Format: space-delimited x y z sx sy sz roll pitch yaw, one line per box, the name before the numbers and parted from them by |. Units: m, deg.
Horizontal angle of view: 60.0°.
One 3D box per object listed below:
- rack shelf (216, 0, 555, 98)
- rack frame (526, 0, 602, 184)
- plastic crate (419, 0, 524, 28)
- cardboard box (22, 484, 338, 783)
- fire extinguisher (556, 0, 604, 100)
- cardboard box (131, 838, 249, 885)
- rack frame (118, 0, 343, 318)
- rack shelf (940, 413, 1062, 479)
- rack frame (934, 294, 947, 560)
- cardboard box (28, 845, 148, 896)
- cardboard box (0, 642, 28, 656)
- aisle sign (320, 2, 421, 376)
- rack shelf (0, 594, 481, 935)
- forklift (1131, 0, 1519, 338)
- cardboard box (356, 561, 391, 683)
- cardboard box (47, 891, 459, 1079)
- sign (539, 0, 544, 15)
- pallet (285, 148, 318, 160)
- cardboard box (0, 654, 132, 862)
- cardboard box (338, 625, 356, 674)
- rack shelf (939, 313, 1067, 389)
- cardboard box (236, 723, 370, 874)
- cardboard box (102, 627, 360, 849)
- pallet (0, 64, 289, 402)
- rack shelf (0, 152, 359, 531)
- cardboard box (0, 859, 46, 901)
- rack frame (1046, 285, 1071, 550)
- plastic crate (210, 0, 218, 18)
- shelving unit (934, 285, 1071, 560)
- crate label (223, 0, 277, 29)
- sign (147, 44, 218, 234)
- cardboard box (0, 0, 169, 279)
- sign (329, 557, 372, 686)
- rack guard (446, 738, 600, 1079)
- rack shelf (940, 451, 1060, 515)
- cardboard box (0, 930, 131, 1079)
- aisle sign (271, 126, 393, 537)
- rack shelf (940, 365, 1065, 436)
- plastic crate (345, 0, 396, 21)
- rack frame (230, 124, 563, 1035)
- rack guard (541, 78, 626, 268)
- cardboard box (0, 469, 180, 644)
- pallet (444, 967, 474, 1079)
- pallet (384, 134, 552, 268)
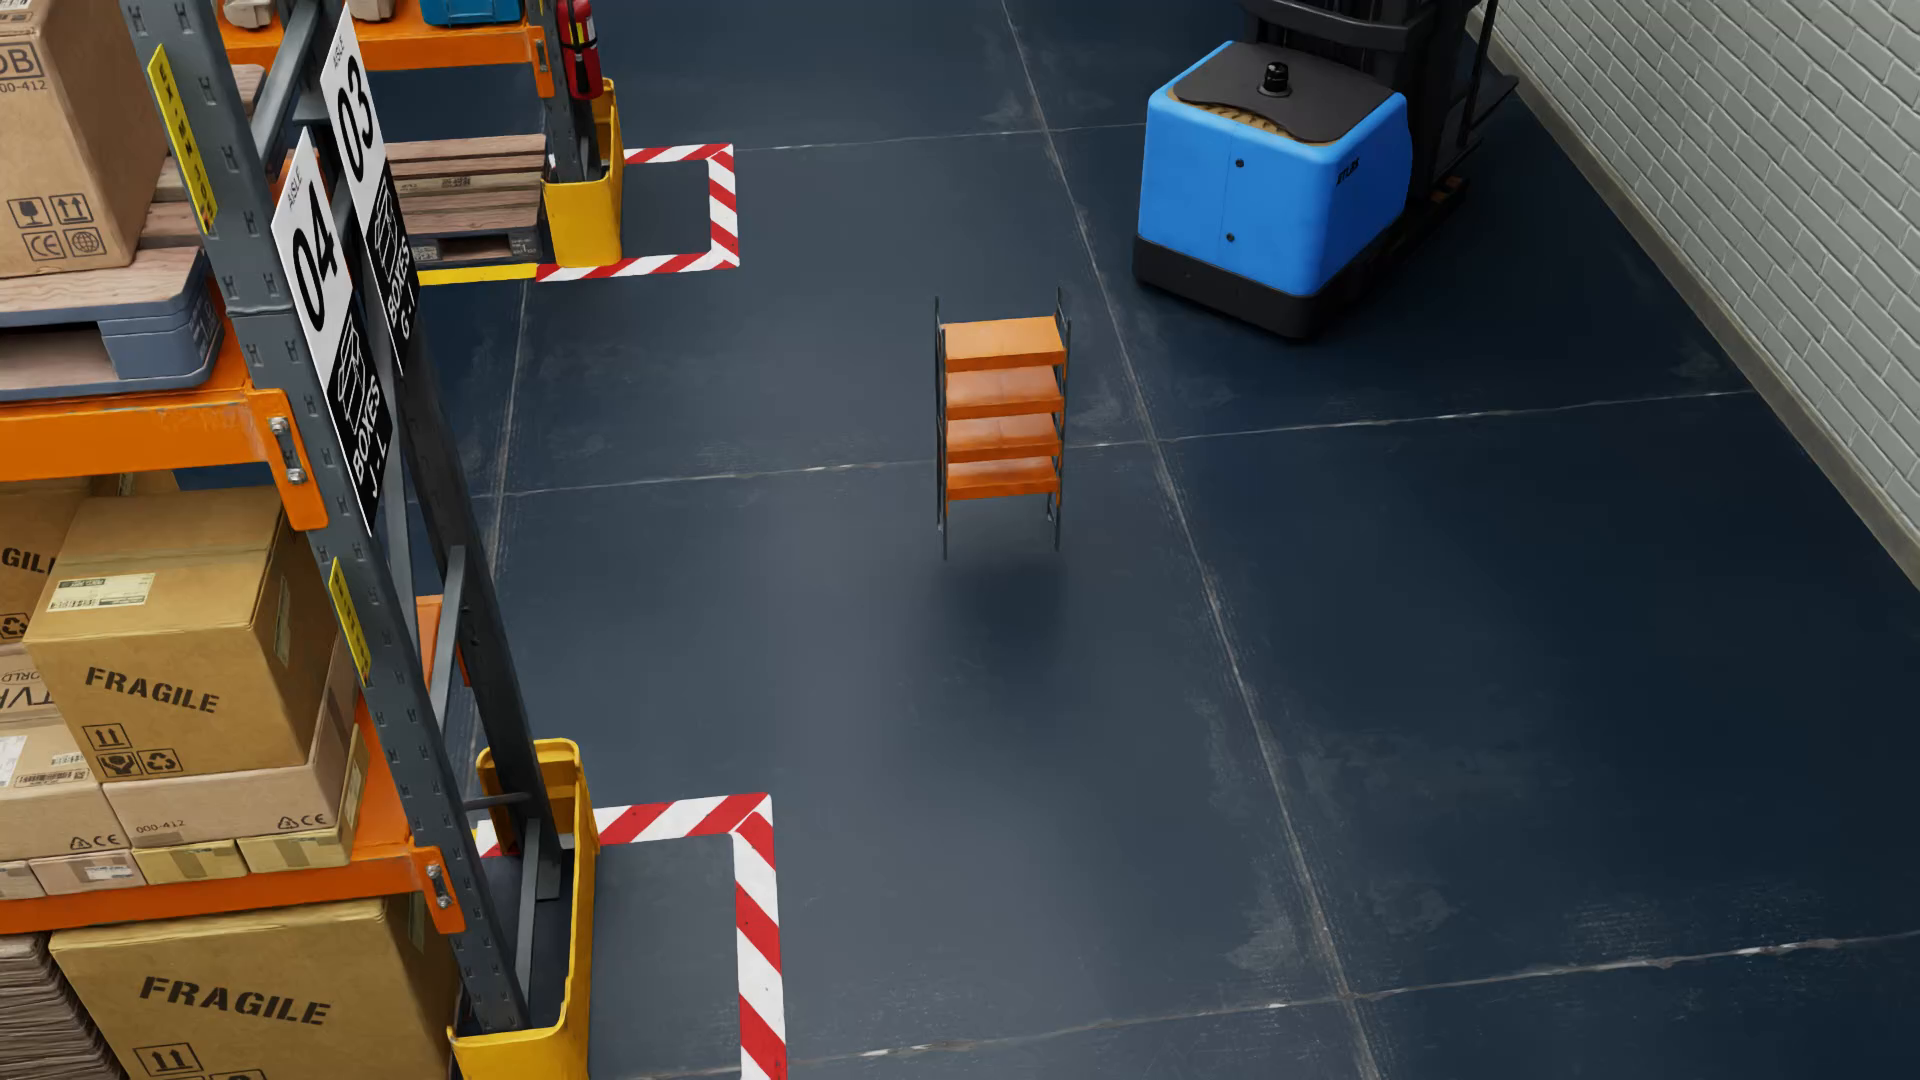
rack shelf | -4.060 -2.506 8.326 4.000 0.370 1.077 -5 42 -6
rack frame | -2.077 -2.947 8.278 0.127 3.000 1.000 -5 42 -6
plastic crate | -2.385 -2.829 8.076 0.499 0.435 0.616 -5 42 -6
cardboard box | -1.884 0.226 4.090 0.500 0.500 0.500 -5 42 -5
fire extinguisher | -1.868 -2.491 8.109 0.183 0.674 0.296 -5 42 -6
cardboard box | -2.003 0.709 4.412 0.250 0.149 0.380 -5 42 -5
rack frame | -1.435 -1.885 2.622 0.127 3.000 1.000 -5 42 -6
rack shelf | 0.164 -0.410 6.909 0.480 0.148 0.258 -5 42 -6
rack frame | -0.078 -0.439 6.841 0.015 1.200 0.240 -5 42 -6
cardboard box | -2.253 0.730 4.389 0.250 0.149 0.380 -5 42 -5
cardboard box | -2.460 0.199 4.679 0.500 0.250 0.500 -5 42 -6
aisle sign | -1.402 -0.829 3.988 0.004 0.787 0.394 -5 42 -6
rack shelf | -3.418 0.783 4.679 4.000 0.370 1.077 -5 42 -6
forklift | 2.186 -3.030 8.421 1.130 2.935 3.031 27 48 27
cardboard box | -1.829 0.247 4.924 0.250 0.149 0.380 -5 42 -5
cardboard box | -2.059 1.084 5.081 0.875 0.875 0.875 -5 42 -6
sign | -1.989 -2.644 7.820 0.005 0.325 0.100 -5 42 -6
pallet | -4.107 -1.762 9.046 1.213 0.211 1.003 -5 42 -6
cardboard box | -2.384 0.549 4.291 0.500 0.250 0.500 -6 42 -6
cardboard box | -1.946 0.150 4.734 0.500 0.250 0.500 -6 42 -7
rack shelf | 0.164 -0.752 6.601 0.480 0.148 0.258 -5 42 -6
cardboard box | -1.745 0.685 4.438 0.250 0.149 0.380 -4 42 -5
cardboard box | -1.881 0.506 4.340 0.500 0.250 0.500 -6 42 -6
pallet | -2.169 -0.667 3.577 1.213 0.211 1.003 -5 42 -6
rack shelf | -3.418 -0.331 3.675 4.000 0.370 1.077 -5 42 -6
cardboard box | -2.500 0.751 4.365 0.250 0.149 0.380 -4 42 -5
rack frame | 0.406 -0.481 6.888 0.015 1.200 0.240 -5 42 -6
plastic crate | -3.715 -2.586 8.030 0.250 0.136 0.298 -5 42 -6
shelving unit | 0.164 -0.460 6.864 0.503 1.200 0.258 -5 42 -6
crate label | -3.424 -2.624 8.072 0.243 0.136 0.396 -5 42 -6
sign | -1.378 -0.709 2.955 0.005 0.325 0.100 -5 42 -6
cardboard box | -1.943 -0.921 3.329 0.500 0.500 0.700 -7 43 -8
sign | -1.378 0.186 3.763 0.005 0.325 0.100 -5 42 -6
rack guard | -1.411 1.268 5.470 0.348 0.500 1.175 -5 42 -6
rack shelf | 0.164 -0.263 7.042 0.480 0.148 0.258 -5 42 -6
cardboard box | -2.961 1.163 4.994 0.875 0.875 0.875 -5 42 -6
aisle sign | -1.324 -0.430 3.546 0.004 0.787 0.394 -5 42 -6
rack shelf | 0.164 -0.576 6.759 0.480 0.148 0.258 -5 42 -6
plastic crate | -2.862 -2.680 8.134 0.243 0.136 0.396 -5 42 -6
rack frame | -1.435 0.342 4.631 0.127 3.000 1.000 -5 42 -6
rack guard | -2.055 -2.030 9.127 0.348 0.500 1.175 -5 42 -6
cardboard box | -2.441 -0.085 4.435 0.500 0.500 0.500 -6 42 -7
pallet | -2.217 1.499 5.430 1.213 0.211 1.003 -5 42 -6
pallet | -2.900 -1.866 9.161 1.213 0.211 1.003 -5 42 -6
